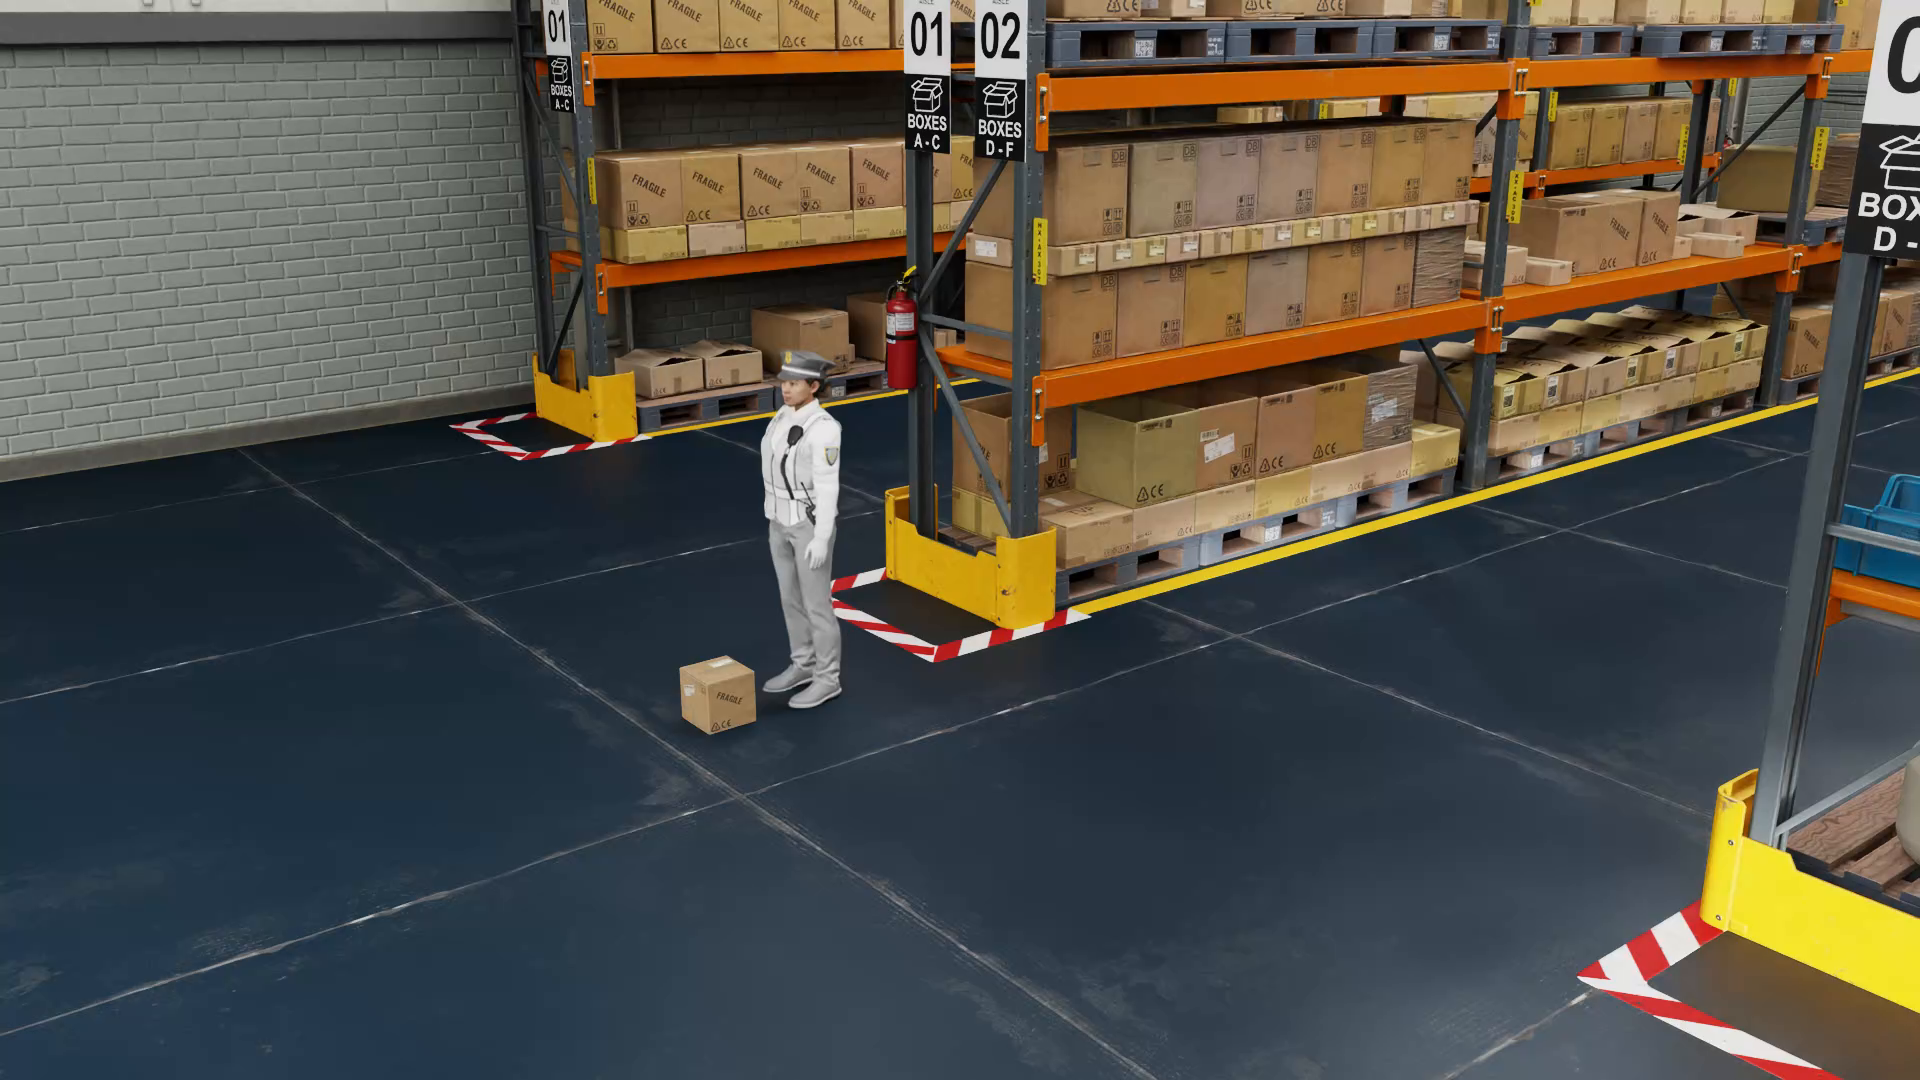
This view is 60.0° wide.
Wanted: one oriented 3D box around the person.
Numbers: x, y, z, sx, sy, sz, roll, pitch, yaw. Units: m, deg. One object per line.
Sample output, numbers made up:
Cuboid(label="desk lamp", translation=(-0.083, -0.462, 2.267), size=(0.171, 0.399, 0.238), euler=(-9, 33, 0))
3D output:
Cuboid(label="person", translation=(-0.730, -0.054, 7.695), size=(0.346, 1.697, 0.467), euler=(-13, 22, -35))
